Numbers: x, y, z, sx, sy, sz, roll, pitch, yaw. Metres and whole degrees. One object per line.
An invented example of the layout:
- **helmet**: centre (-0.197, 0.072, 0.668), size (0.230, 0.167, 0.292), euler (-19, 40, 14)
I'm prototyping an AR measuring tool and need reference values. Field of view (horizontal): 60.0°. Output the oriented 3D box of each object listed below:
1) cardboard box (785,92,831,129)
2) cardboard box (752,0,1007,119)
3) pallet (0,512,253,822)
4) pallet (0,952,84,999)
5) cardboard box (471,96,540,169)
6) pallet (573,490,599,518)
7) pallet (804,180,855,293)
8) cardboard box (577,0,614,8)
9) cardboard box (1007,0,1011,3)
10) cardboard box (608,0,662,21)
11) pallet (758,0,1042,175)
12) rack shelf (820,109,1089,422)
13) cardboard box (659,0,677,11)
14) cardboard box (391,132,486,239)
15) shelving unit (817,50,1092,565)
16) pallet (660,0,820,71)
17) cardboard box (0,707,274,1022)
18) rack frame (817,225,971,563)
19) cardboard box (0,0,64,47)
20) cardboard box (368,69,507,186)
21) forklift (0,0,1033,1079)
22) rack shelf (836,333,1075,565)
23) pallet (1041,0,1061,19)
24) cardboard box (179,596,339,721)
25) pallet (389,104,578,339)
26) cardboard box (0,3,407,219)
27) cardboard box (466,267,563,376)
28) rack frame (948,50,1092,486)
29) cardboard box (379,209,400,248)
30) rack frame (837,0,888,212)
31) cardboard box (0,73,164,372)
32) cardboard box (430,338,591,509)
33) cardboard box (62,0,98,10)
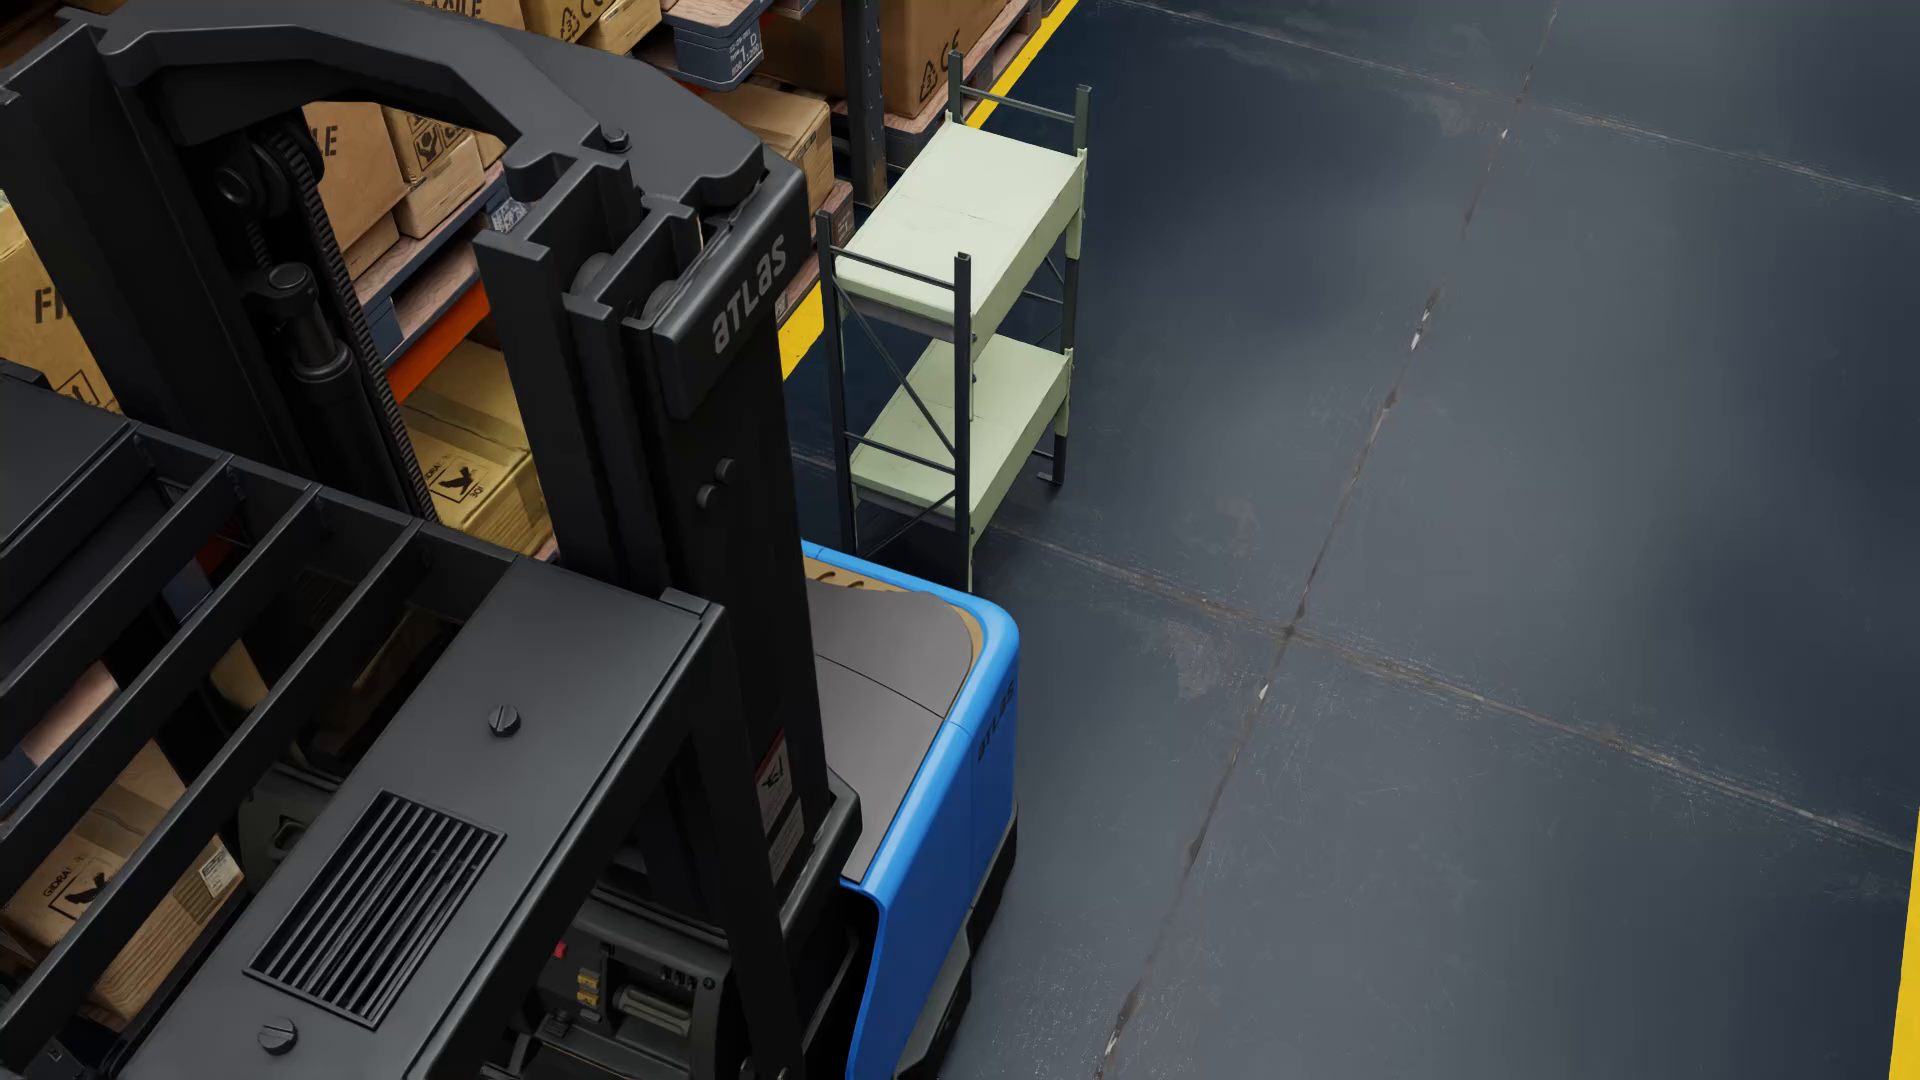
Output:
- **cardboard box**: centre (-1.005, -1.323, 5.856), size (0.950, 0.372, 0.625), euler (17, 52, 14)
- **cardboard box**: centre (-0.385, -2.320, 6.374), size (0.875, 0.875, 0.875), euler (19, 52, 16)
- **pallet**: centre (-2.006, -0.087, 3.480), size (1.003, 0.211, 1.213), euler (20, 52, 16)
- **pallet**: centre (-2.132, 0.697, 4.518), size (1.003, 0.211, 1.213), euler (20, 52, 16)
- **cardboard box**: centre (-1.272, -1.084, 4.092), size (0.380, 0.149, 0.250), euler (18, 52, 15)
- **pallet**: centre (-1.612, -0.146, 5.236), size (1.003, 0.211, 1.213), euler (20, 52, 16)
- **pallet**: centre (-1.090, -0.983, 5.948), size (1.003, 0.211, 1.213), euler (20, 52, 16)
- **cardboard box**: centre (-1.123, -1.578, 4.087), size (0.500, 0.500, 0.500), euler (17, 52, 14)
- **cardboard box**: centre (0.000, -2.933, 6.896), size (0.875, 0.875, 0.875), euler (20, 53, 17)
- **cardboard box**: centre (-1.018, -1.416, 4.374), size (0.380, 0.149, 0.250), euler (21, 53, 17)
- **pallet**: centre (-0.350, -2.039, 6.846), size (1.003, 0.211, 1.213), euler (20, 52, 16)
- **rack shelf**: centre (-0.003, -0.734, 4.378), size (0.431, 0.370, 0.720), euler (20, 52, 16)
- **cardboard box**: centre (-0.913, -1.610, 4.539), size (0.380, 0.149, 0.250), euler (18, 52, 14)
- **cardboard box**: centre (-1.360, -0.891, 3.928), size (0.380, 0.149, 0.250), euler (22, 53, 17)
- **shelving unit**: centre (-0.003, -0.481, 4.675), size (0.431, 1.500, 0.755), euler (20, 52, 16)
- **pallet**: centre (-0.963, -1.837, 4.969), size (1.213, 0.211, 1.003), euler (20, 52, 16)
- **cardboard box**: centre (-2.242, 0.684, 4.148), size (0.950, 0.372, 0.625), euler (20, 53, 17)
- **rack frame**: centre (-0.159, -0.229, 4.460), size (0.400, 1.500, 0.023), euler (20, 52, 16)
- **cardboard box**: centre (-2.037, -1.023, 3.614), size (0.500, 0.500, 0.500), euler (21, 53, 17)
- **cardboard box**: centre (-1.357, -1.203, 3.767), size (0.500, 0.500, 0.500), euler (18, 52, 15)
- **forklift**: centre (-0.855, 0.739, 2.696), size (1.130, 2.935, 3.031), euler (18, 52, 15)
- **rack shelf**: centre (-0.003, -0.270, 4.923), size (0.431, 0.370, 0.720), euler (20, 52, 16)
- **pallet**: centre (0.173, -2.876, 7.559), size (1.003, 0.211, 1.213), euler (20, 52, 16)
- **cardboard box**: centre (-1.938, 0.187, 4.571), size (0.950, 0.372, 0.625), euler (23, 53, 18)
- **pallet**: centre (-1.563, -0.986, 4.245), size (1.003, 0.211, 1.213), euler (20, 52, 16)
- **cardboard box**: centre (-1.567, -0.845, 3.463), size (0.500, 0.500, 0.500), euler (20, 52, 16)
- **cardboard box**: centre (-1.313, -0.812, 5.421), size (0.950, 0.372, 0.625), euler (19, 52, 15)
- **rack frame**: centre (0.154, -0.733, 4.889), size (0.400, 1.500, 0.023), euler (20, 52, 16)
- **cardboard box**: centre (-1.520, -0.725, 3.786), size (0.380, 0.149, 0.250), euler (20, 53, 16)
- **rack frame**: centre (-0.755, -2.424, 5.343), size (1.000, 3.000, 0.127), euler (20, 52, 16)
- **cardboard box**: centre (-1.791, -0.509, 3.177), size (0.500, 0.500, 0.500), euler (20, 52, 16)
- **cardboard box**: centre (-1.642, -0.292, 4.979), size (0.950, 0.372, 0.625), euler (21, 53, 17)
- **cardboard box**: centre (-1.572, -1.135, 3.284), size (0.380, 0.149, 0.250), euler (23, 53, 18)
